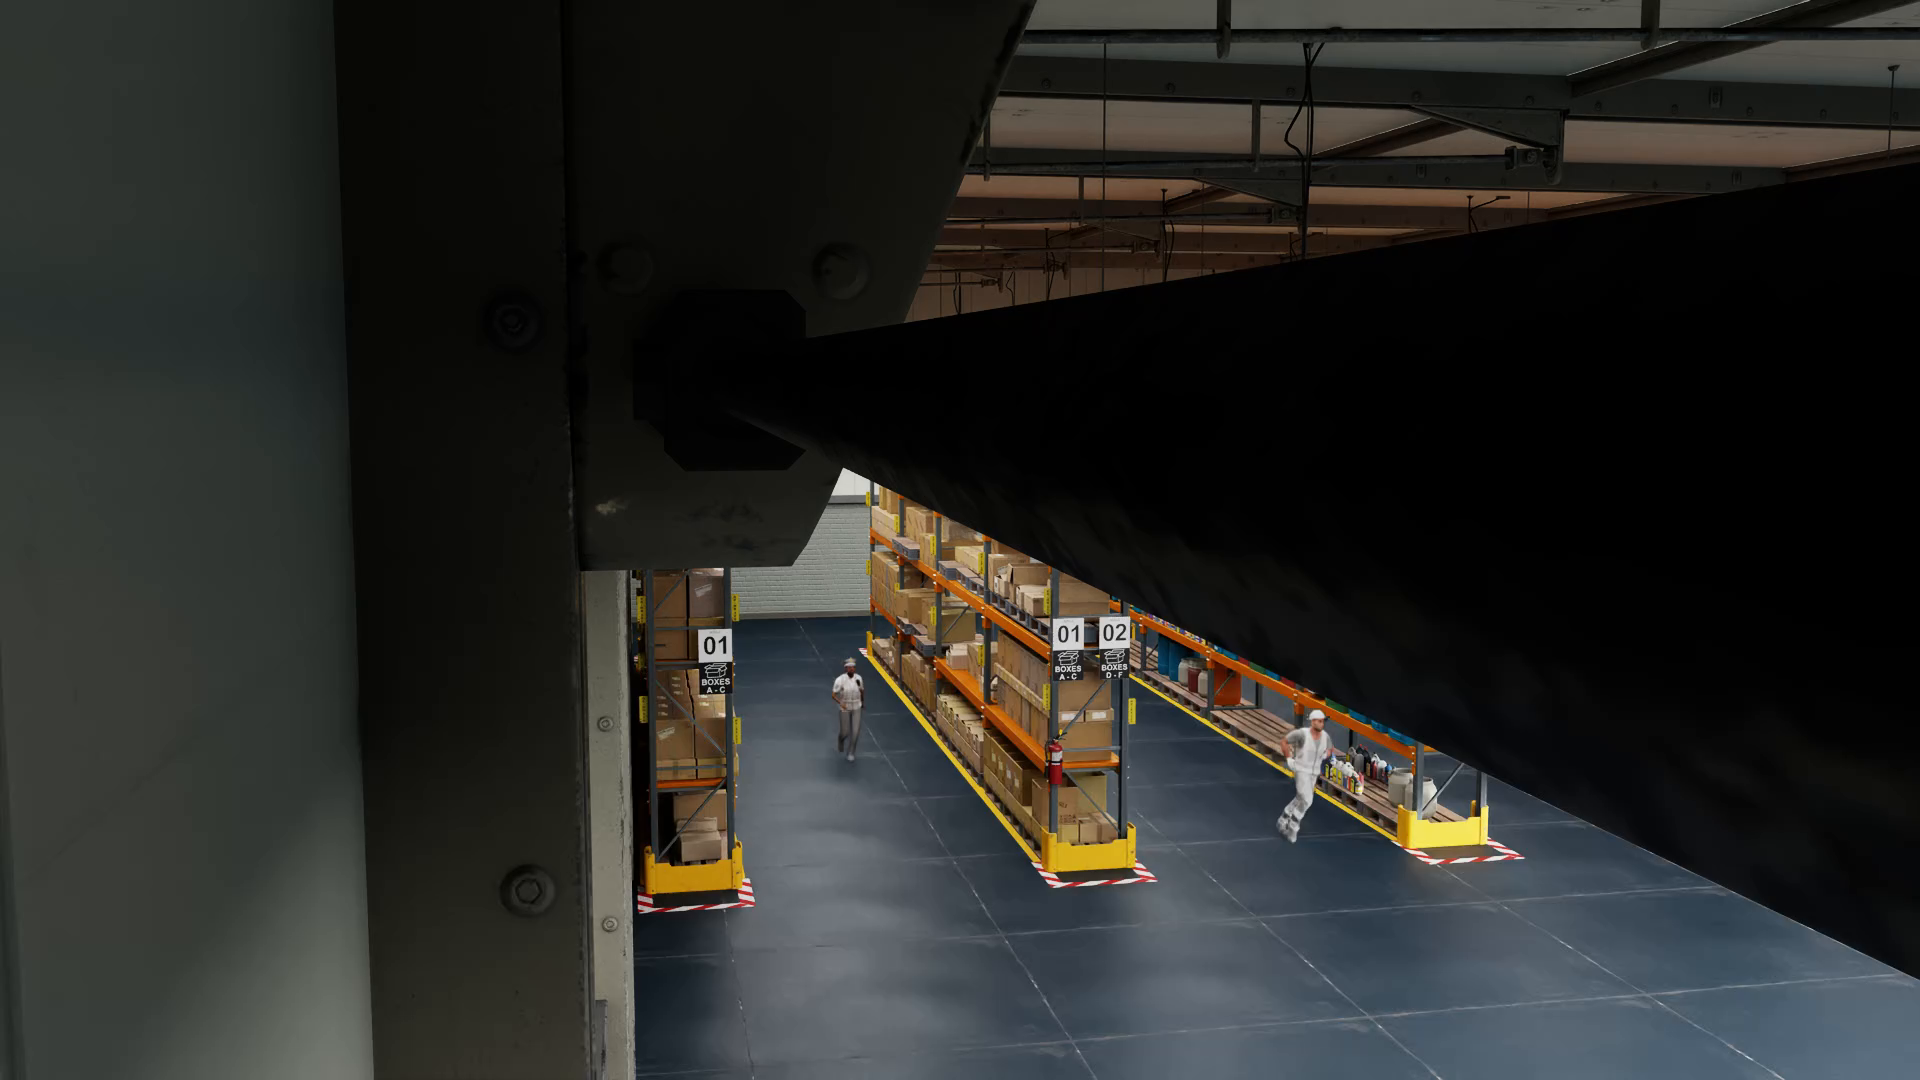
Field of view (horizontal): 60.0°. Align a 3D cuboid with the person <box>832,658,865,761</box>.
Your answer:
[{"bbox_3d":[-1.775,2.717,26.801,0.562,1.644,0.572,-2,6,-20],"label":"person"}]

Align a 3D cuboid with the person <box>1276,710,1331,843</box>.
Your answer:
[{"bbox_3d":[4.645,3.154,22.381,0.692,1.795,0.697,-3,7,-28],"label":"person"}]
